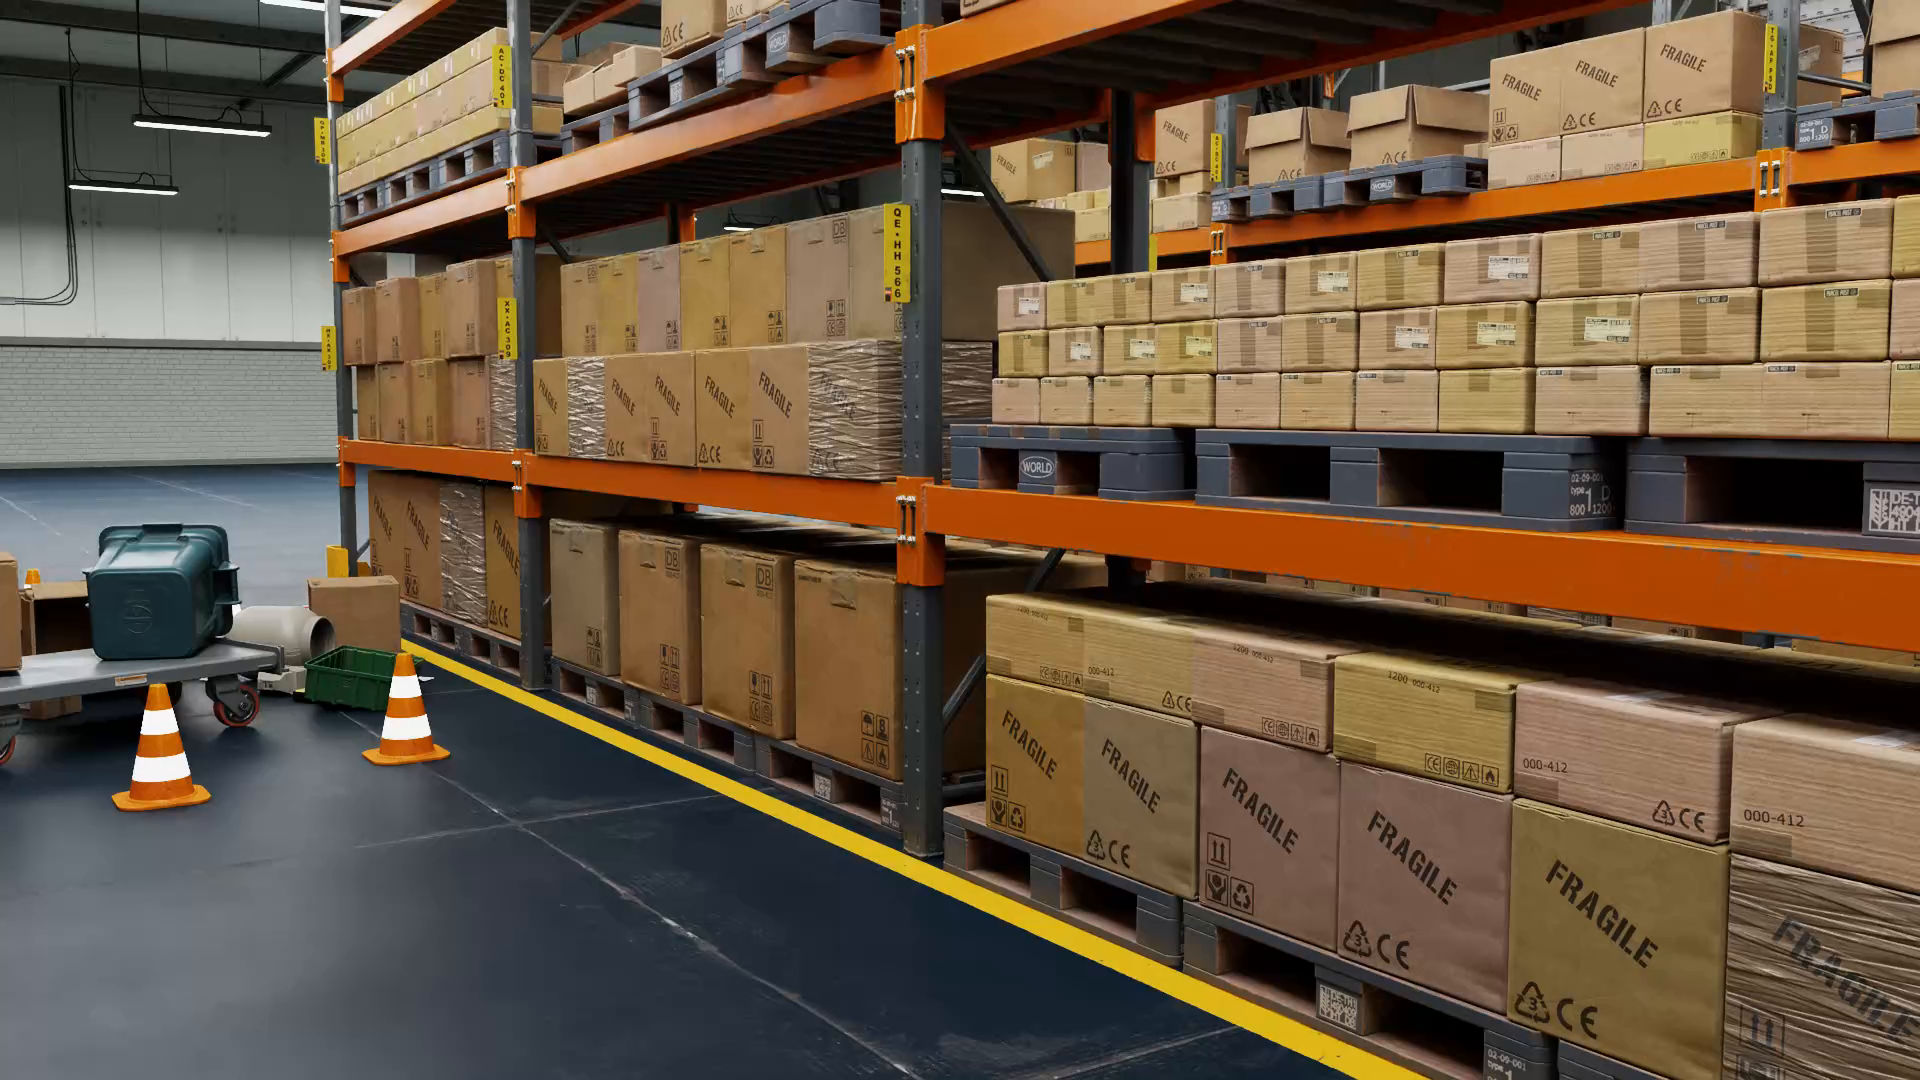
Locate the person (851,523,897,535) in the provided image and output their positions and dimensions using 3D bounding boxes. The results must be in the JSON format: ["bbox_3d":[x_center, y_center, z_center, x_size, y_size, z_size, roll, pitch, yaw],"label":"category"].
[{"bbox_3d":[-0.456,-0.077,9.967,0.468,1.665,0.559,4,6,42],"label":"person"}]
